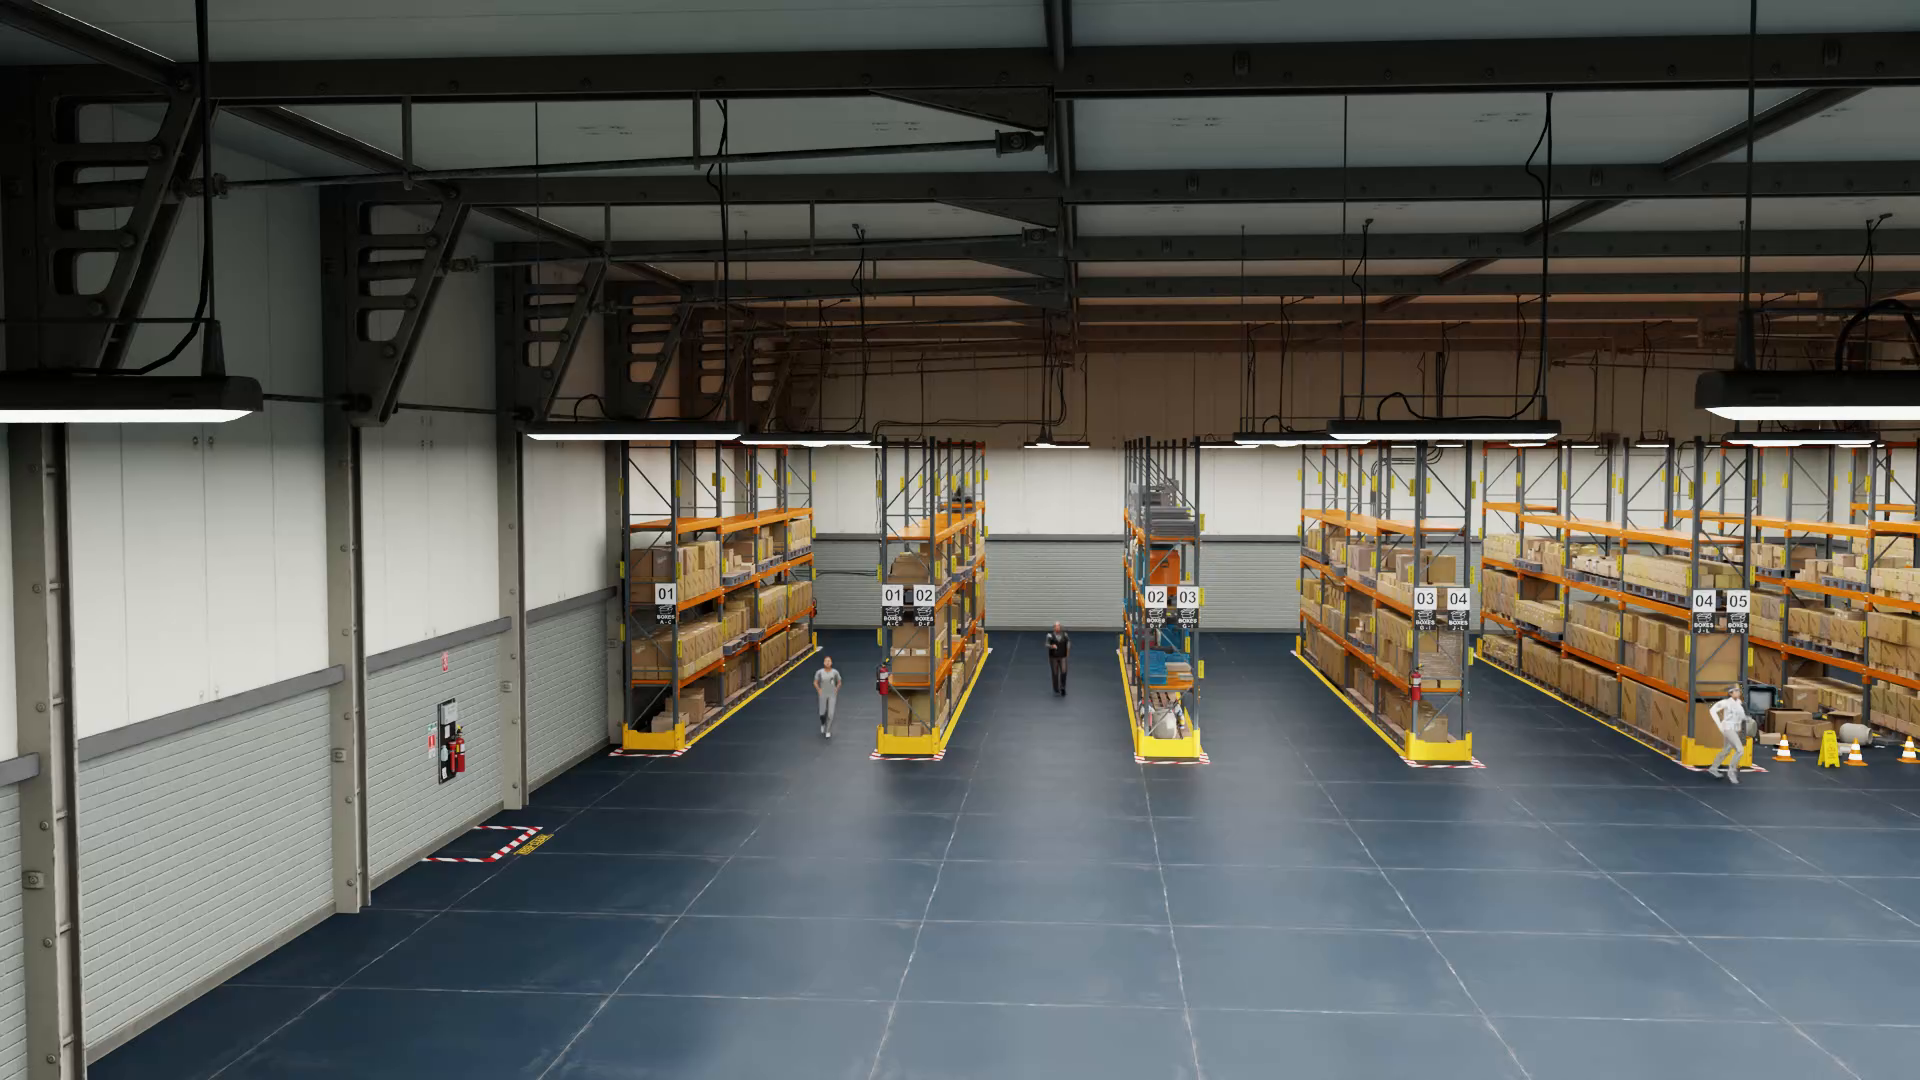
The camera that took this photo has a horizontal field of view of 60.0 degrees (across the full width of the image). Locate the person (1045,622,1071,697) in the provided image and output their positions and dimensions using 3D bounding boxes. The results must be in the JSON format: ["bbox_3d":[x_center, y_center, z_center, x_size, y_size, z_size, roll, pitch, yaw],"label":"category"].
[{"bbox_3d":[2.298,2.795,38.925,0.635,1.767,0.756,0,3,-2],"label":"person"}]

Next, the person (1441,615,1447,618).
[{"bbox_3d":[13.260,2.453,46.518,0.539,1.584,0.659,-2,4,-33],"label":"person"}]

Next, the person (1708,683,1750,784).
[{"bbox_3d":[13.360,3.343,28.855,0.598,1.737,0.683,-2,4,-38],"label":"person"}]

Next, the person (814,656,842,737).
[{"bbox_3d":[-2.642,3.127,33.261,0.560,1.622,0.581,0,3,-5],"label":"person"}]
